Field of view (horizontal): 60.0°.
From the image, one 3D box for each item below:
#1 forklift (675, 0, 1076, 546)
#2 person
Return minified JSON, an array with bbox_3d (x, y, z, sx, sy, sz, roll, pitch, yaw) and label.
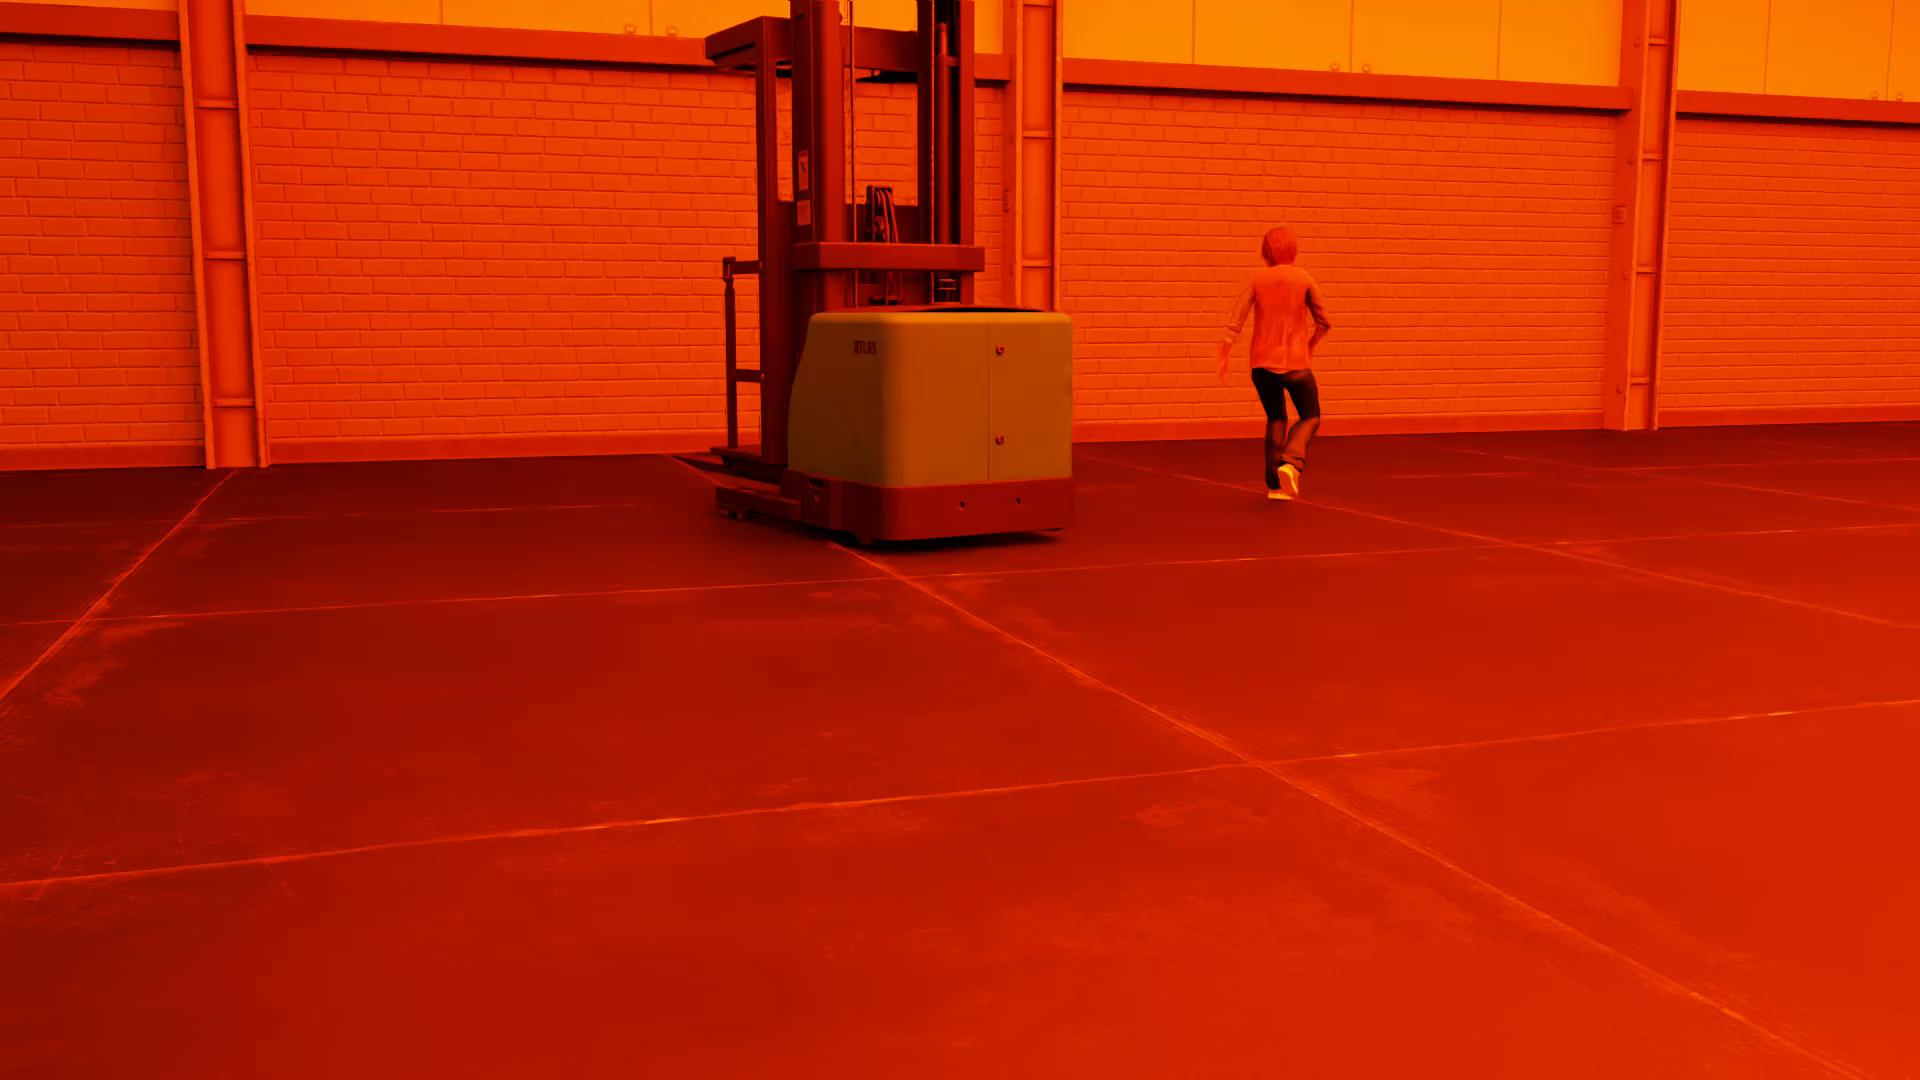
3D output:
[{"bbox_3d":[-0.644,-1.583,8.689,1.130,2.935,3.031,-5,9,-31],"label":"forklift"},{"bbox_3d":[1.804,-0.988,9.466,0.595,1.555,0.535,5,9,32],"label":"person"}]
